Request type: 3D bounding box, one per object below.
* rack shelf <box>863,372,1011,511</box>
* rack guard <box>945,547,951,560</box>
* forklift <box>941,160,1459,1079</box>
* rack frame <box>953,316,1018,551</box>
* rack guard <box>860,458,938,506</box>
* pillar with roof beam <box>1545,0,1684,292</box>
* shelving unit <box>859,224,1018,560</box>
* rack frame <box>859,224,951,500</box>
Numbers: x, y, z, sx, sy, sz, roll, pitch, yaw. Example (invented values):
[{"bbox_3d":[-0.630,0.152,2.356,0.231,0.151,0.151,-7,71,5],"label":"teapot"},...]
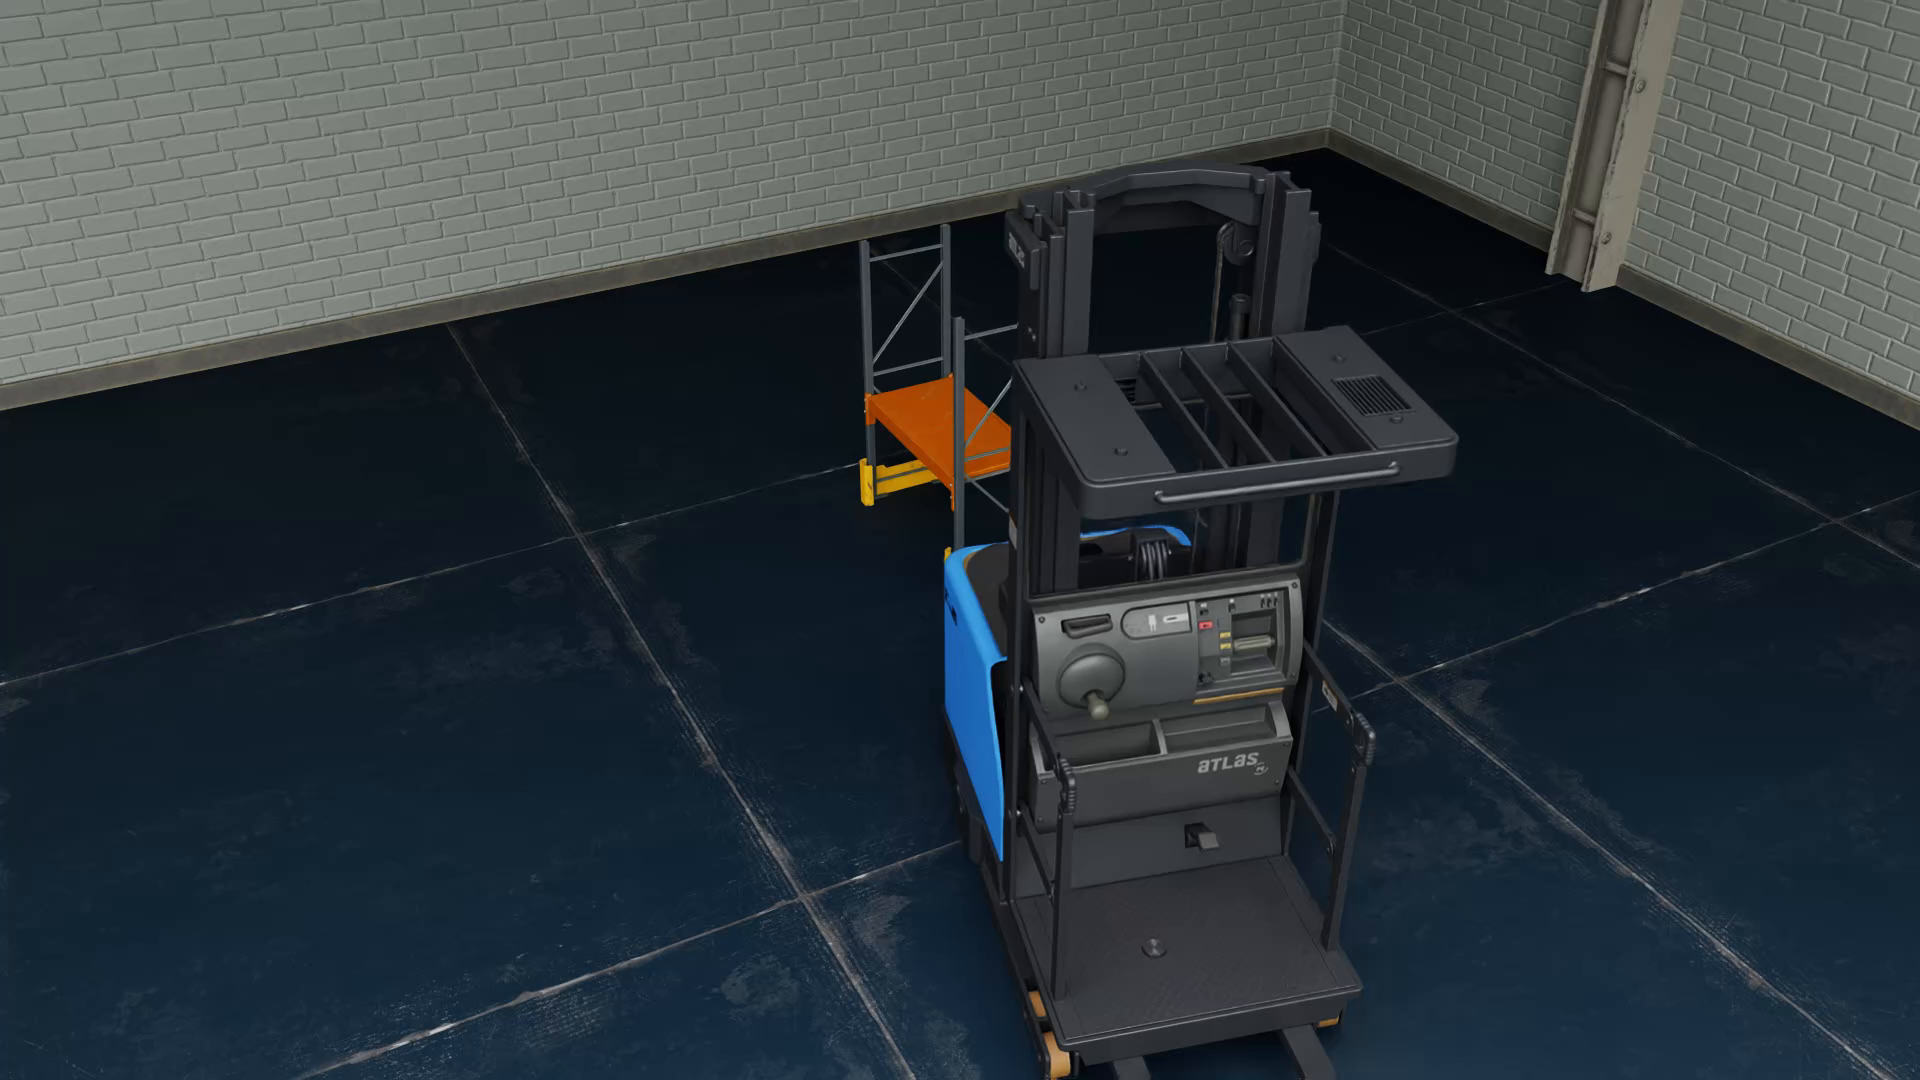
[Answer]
[{"bbox_3d":[-0.040,-0.521,8.506,0.538,0.185,1.000,-16,36,-23],"label":"rack shelf"},{"bbox_3d":[0.197,0.096,8.368,0.587,0.250,0.087,-16,36,-23],"label":"rack guard"},{"bbox_3d":[0.753,0.419,5.379,1.130,2.935,3.031,-7,33,-11],"label":"forklift"},{"bbox_3d":[0.197,-0.430,8.030,0.500,1.500,0.032,-16,36,-23],"label":"rack frame"},{"bbox_3d":[-0.268,-0.379,9.110,0.587,0.250,0.087,-16,36,-23],"label":"rack guard"},{"bbox_3d":[0.526,-4.535,7.486,9.100,9.000,0.400,-16,36,-23],"label":"pillar with roof beam"},{"bbox_3d":[-0.036,-0.668,8.402,0.587,1.500,1.083,-16,36,-23],"label":"shelving unit"},{"bbox_3d":[-0.277,-0.915,8.788,0.500,1.500,0.032,-16,36,-23],"label":"rack frame"}]
